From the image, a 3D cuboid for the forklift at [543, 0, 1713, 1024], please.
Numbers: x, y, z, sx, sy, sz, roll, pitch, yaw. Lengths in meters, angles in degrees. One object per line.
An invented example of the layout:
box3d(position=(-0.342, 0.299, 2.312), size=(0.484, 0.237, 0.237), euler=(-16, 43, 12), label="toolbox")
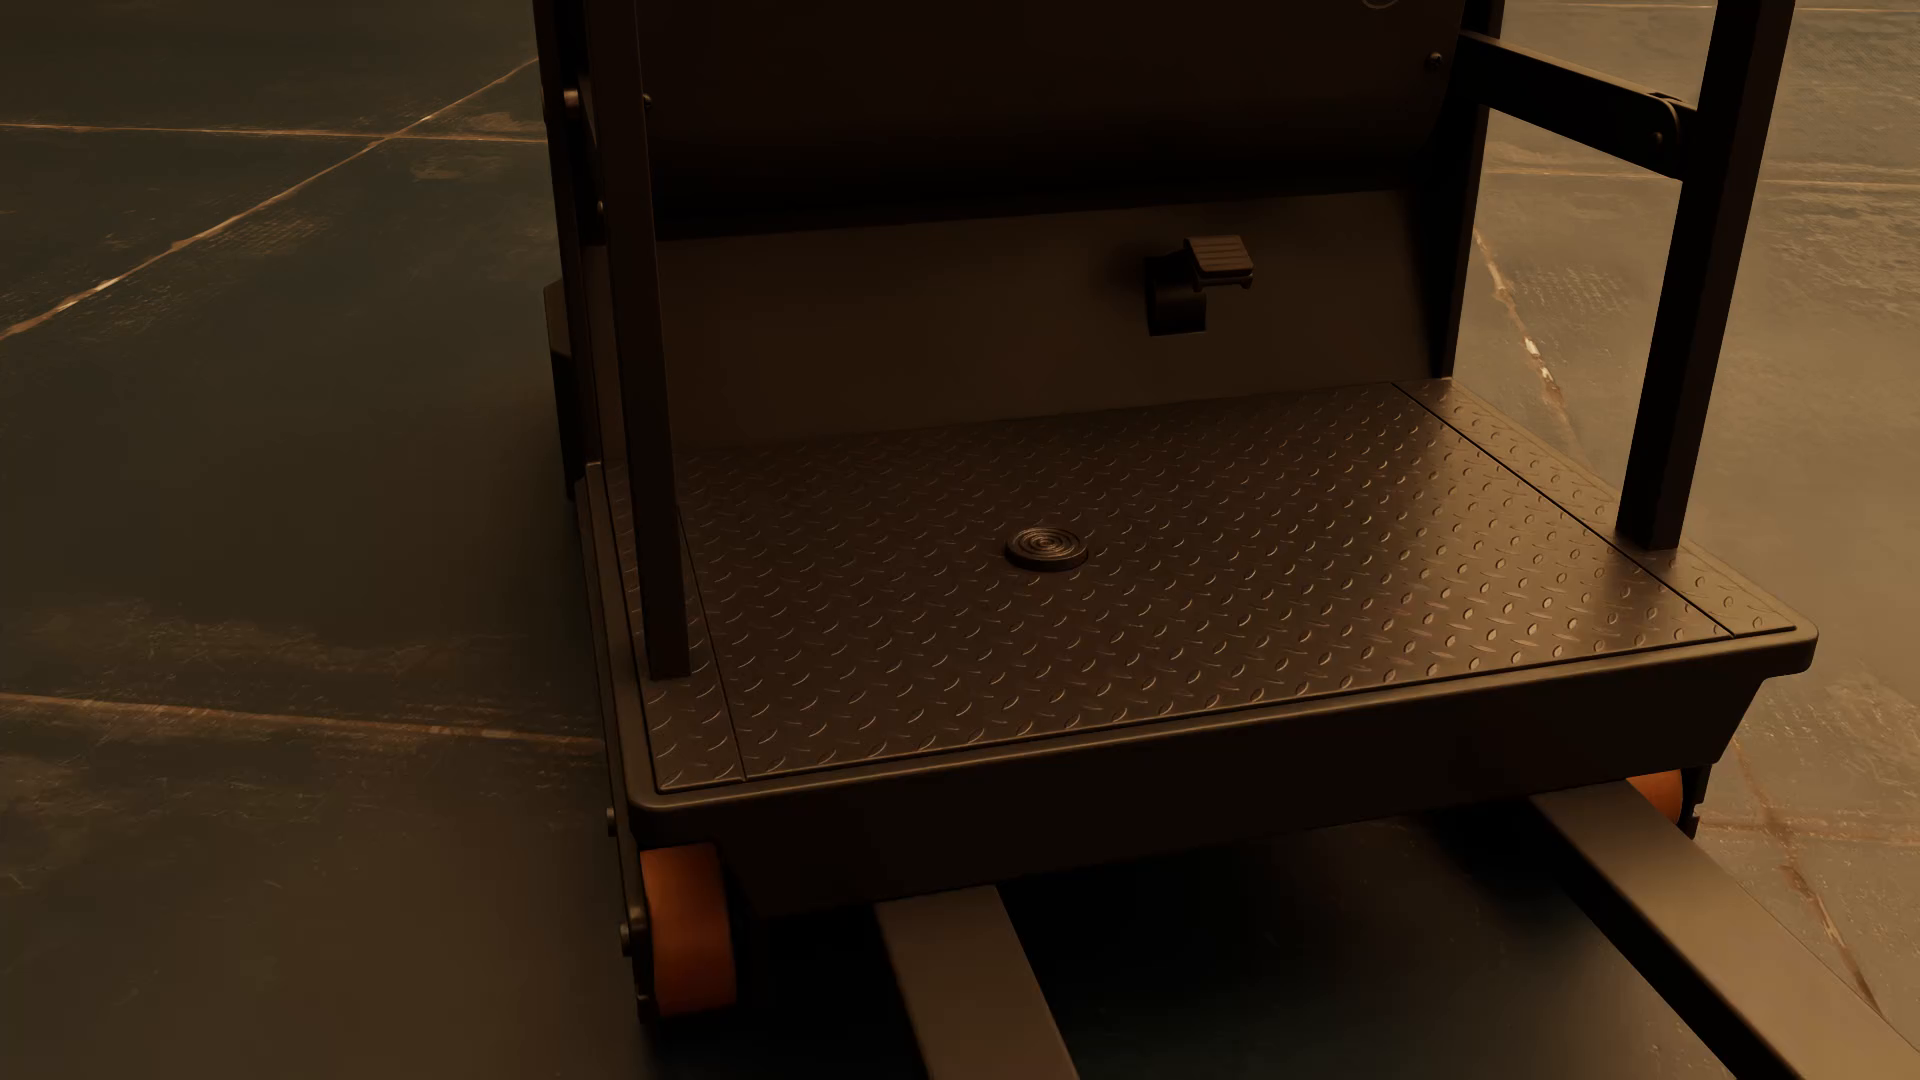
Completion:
box3d(position=(0.153, -1.049, 1.319), size=(1.130, 2.935, 3.031), euler=(-7, 27, -13), label="forklift")
